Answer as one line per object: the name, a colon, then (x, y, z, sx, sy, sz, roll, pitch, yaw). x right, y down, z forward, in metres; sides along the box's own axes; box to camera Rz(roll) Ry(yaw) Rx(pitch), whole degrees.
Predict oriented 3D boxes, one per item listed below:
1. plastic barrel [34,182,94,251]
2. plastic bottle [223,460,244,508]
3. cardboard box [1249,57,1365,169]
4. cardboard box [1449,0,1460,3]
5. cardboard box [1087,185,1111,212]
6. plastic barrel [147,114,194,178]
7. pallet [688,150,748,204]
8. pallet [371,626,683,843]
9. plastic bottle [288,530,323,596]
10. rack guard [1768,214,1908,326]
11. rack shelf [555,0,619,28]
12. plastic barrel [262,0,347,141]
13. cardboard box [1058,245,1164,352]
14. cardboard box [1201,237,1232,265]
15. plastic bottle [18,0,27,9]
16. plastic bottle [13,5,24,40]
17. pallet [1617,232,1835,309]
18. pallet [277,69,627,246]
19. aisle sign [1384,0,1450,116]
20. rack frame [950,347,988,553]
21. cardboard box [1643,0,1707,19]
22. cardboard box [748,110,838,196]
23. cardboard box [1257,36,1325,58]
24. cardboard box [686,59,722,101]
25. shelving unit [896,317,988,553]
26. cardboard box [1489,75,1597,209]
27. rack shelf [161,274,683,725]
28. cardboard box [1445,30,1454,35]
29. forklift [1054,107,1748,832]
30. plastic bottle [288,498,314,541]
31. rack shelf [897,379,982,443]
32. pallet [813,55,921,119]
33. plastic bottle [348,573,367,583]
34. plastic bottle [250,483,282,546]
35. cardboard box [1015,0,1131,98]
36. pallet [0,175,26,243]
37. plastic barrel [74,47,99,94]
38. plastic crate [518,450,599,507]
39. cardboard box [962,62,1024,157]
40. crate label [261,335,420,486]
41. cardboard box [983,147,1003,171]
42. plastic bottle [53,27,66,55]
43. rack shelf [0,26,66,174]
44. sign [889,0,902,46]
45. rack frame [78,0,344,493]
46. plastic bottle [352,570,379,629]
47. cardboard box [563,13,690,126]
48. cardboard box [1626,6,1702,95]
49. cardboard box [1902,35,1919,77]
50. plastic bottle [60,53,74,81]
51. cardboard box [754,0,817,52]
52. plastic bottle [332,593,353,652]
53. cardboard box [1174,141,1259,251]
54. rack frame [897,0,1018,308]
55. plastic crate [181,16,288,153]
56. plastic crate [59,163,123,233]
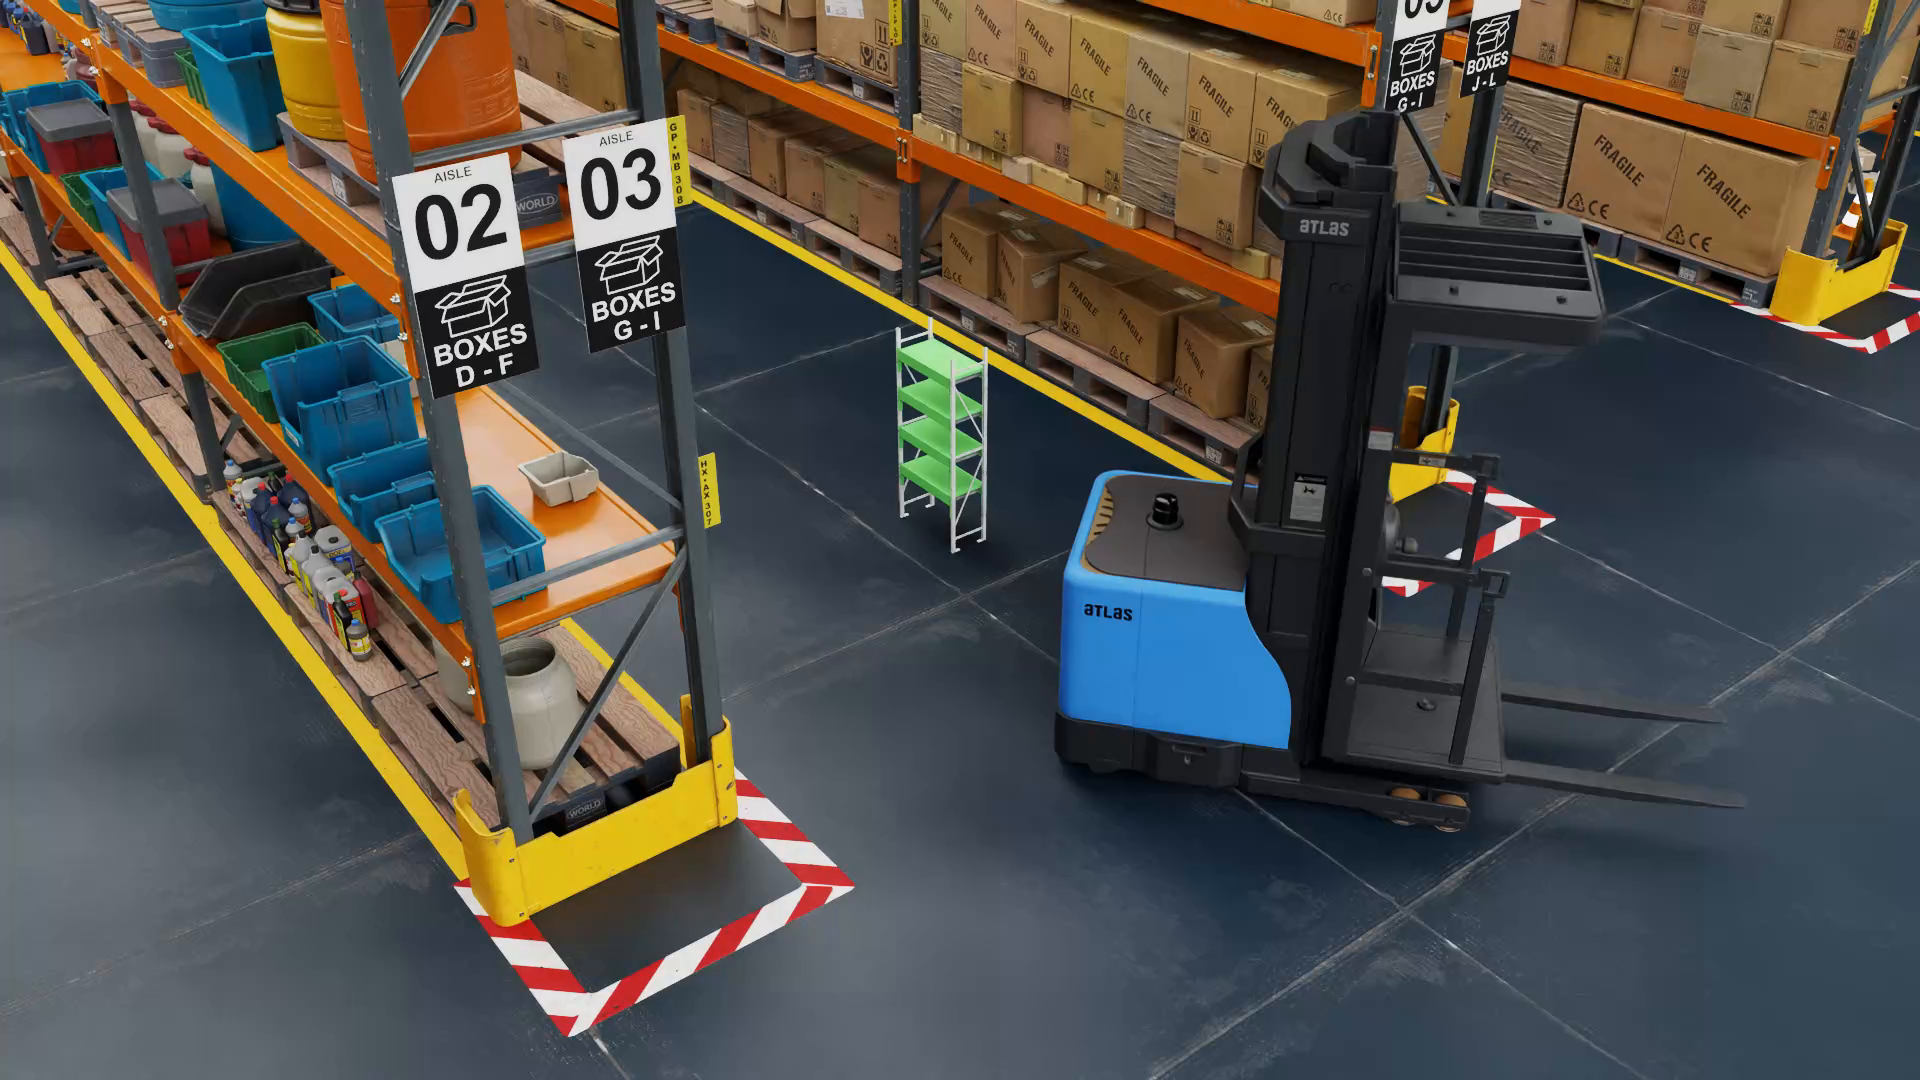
plastic barrel: (-6.675, -2.689, 12.622, 0.600, 0.830, 0.708, -22, 38, -31)
plastic bottle: (-4.059, -0.321, 9.319, 0.097, 0.271, 0.097, 0, 32, 0)
cardboard box: (1.924, -2.246, 8.925, 0.500, 0.500, 0.500, -22, 38, -31)
cardboard box: (2.366, -2.998, 8.759, 0.500, 0.250, 0.500, -21, 38, -30)
cardboard box: (1.018, -2.166, 10.359, 0.380, 0.149, 0.250, -22, 38, -31)
plastic barrel: (-4.772, -2.400, 10.370, 0.433, 0.535, 0.433, 0, 32, 0)
pallet: (-1.971, -3.326, 14.632, 1.003, 0.211, 1.213, -22, 38, -31)
pallet: (-2.033, 0.928, 7.783, 1.003, 0.211, 1.213, -22, 38, -31)
plastic bottle: (-3.365, 0.098, 8.570, 0.144, 0.351, 0.185, -23, 38, -32)
rack guard: (6.452, -1.993, 12.213, 1.175, 0.500, 0.348, -22, 38, -31)
rack shelf: (-3.675, -5.365, 15.953, 1.077, 0.370, 4.000, -22, 38, -31)
plastic barrel: (-2.255, -1.867, 6.220, 0.600, 0.588, 0.600, 0, 32, 0)
cardboard box: (1.018, -1.637, 11.241, 0.500, 0.500, 0.500, -26, 40, -35)
cardboard box: (1.631, -1.749, 9.688, 0.380, 0.149, 0.250, -22, 38, -31)
plastic bottle: (-7.701, -4.371, 13.788, 0.152, 0.276, 0.135, -22, 38, -31)
plastic bottle: (-7.646, -4.224, 13.556, 0.097, 0.271, 0.097, 0, 32, 0)
pallet: (5.885, -2.189, 12.801, 1.003, 0.211, 1.213, -22, 38, -31)
pallet: (-1.886, -1.471, 6.338, 1.003, 0.211, 1.213, -22, 38, -31)
aisle sign: (2.258, -2.484, 8.169, 0.394, 0.787, 0.004, -22, 38, -31)
rack frame: (0.048, -0.477, 9.108, 0.240, 1.200, 0.015, -22, 38, -31)
cardboard box: (5.594, -4.232, 12.281, 0.875, 0.550, 0.550, -22, 38, -31)
cardboard box: (-1.319, -3.228, 13.783, 0.700, 0.500, 0.500, -19, 37, -28)
cardboard box: (2.034, -2.624, 9.535, 0.500, 0.500, 0.500, -22, 38, -31)
cardboard box: (-2.014, -4.011, 14.333, 0.500, 0.250, 0.500, -21, 37, -30)
shelving unit: (-0.101, -0.579, 9.271, 0.258, 1.200, 0.503, -22, 38, -31)
cardboard box: (4.870, -3.349, 13.642, 0.875, 0.875, 0.875, -22, 38, -31)
rack shelf: (-2.682, -0.428, 8.005, 1.077, 0.370, 4.000, -22, 38, -31)
cardboard box: (4.220, -4.646, 13.972, 0.875, 0.550, 0.550, -22, 38, -31)
forklift: (2.013, -0.257, 7.113, 3.031, 2.935, 1.130, 7, 33, 11)
plastic bottle: (-3.557, -0.103, 8.969, 0.097, 0.271, 0.097, 0, 32, 0)
rack shelf: (-0.101, -0.728, 9.178, 0.258, 0.148, 0.480, -22, 38, -31)
pallet: (-0.350, -3.454, 12.377, 1.003, 0.211, 1.213, -22, 38, -31)
plastic bottle: (-3.059, 0.258, 8.453, 0.097, 0.201, 0.097, 0, 32, 0)
plastic bottle: (-3.741, -0.158, 8.982, 0.144, 0.351, 0.185, -21, 38, -30)
cardboard box: (0.693, -3.077, 10.264, 0.500, 0.500, 0.500, -22, 38, -31)
pallet: (-7.622, -2.873, 13.902, 1.003, 0.211, 1.213, -22, 38, -31)
plastic barrel: (-5.837, -3.197, 11.652, 0.600, 0.536, 0.708, -22, 38, -31)
plastic crate: (-1.750, -0.265, 7.311, 0.298, 0.136, 0.250, -22, 38, -31)
cardboard box: (0.510, -2.911, 10.944, 0.875, 0.500, 0.500, -22, 38, -31)
crate label: (-2.798, -0.595, 7.558, 0.502, 0.435, 0.616, -22, 38, -31)
cardboard box: (0.377, -2.571, 11.012, 0.380, 0.149, 0.250, -22, 38, -31)
plastic bottle: (-7.129, -4.003, 13.201, 0.097, 0.271, 0.097, 0, 32, 0)
rack shelf: (-7.588, -3.762, 13.373, 1.077, 0.370, 4.000, -22, 38, -31)
sign: (-0.432, -3.481, 11.140, 0.100, 0.325, 0.005, -22, 38, -31)
rack frame: (-3.908, -1.567, 9.157, 1.000, 3.000, 0.127, -22, 38, -31)
plastic bottle: (-2.977, 0.295, 8.317, 0.061, 0.283, 0.133, -22, 38, -31)
cardboard box: (-2.856, -4.407, 15.345, 1.225, 0.875, 0.875, -24, 39, -33)
cardboard box: (5.575, -3.765, 12.554, 0.875, 0.550, 0.550, -22, 38, -31)
cardboard box: (8.961, -4.716, 15.725, 0.500, 0.500, 0.500, -23, 39, -32)
plastic bottle: (-6.742, -3.580, 12.585, 0.097, 0.201, 0.097, 0, 32, 0)
cardboard box: (-1.132, -4.085, 12.714, 0.797, 0.503, 0.637, -18, 36, -27)
plastic bottle: (-3.014, 0.400, 8.147, 0.061, 0.283, 0.133, -21, 38, -30)
cardboard box: (1.740, -2.079, 9.605, 0.875, 0.500, 0.500, -22, 38, -31)
rack frame: (0.004, -3.170, 11.737, 1.000, 3.000, 0.127, -22, 38, -31)
plastic crate: (-2.863, -1.865, 6.809, 0.392, 0.384, 0.575, -22, 38, -31)
plastic crate: (-5.199, -2.112, 10.235, 0.450, 0.188, 0.662, -22, 38, -31)
